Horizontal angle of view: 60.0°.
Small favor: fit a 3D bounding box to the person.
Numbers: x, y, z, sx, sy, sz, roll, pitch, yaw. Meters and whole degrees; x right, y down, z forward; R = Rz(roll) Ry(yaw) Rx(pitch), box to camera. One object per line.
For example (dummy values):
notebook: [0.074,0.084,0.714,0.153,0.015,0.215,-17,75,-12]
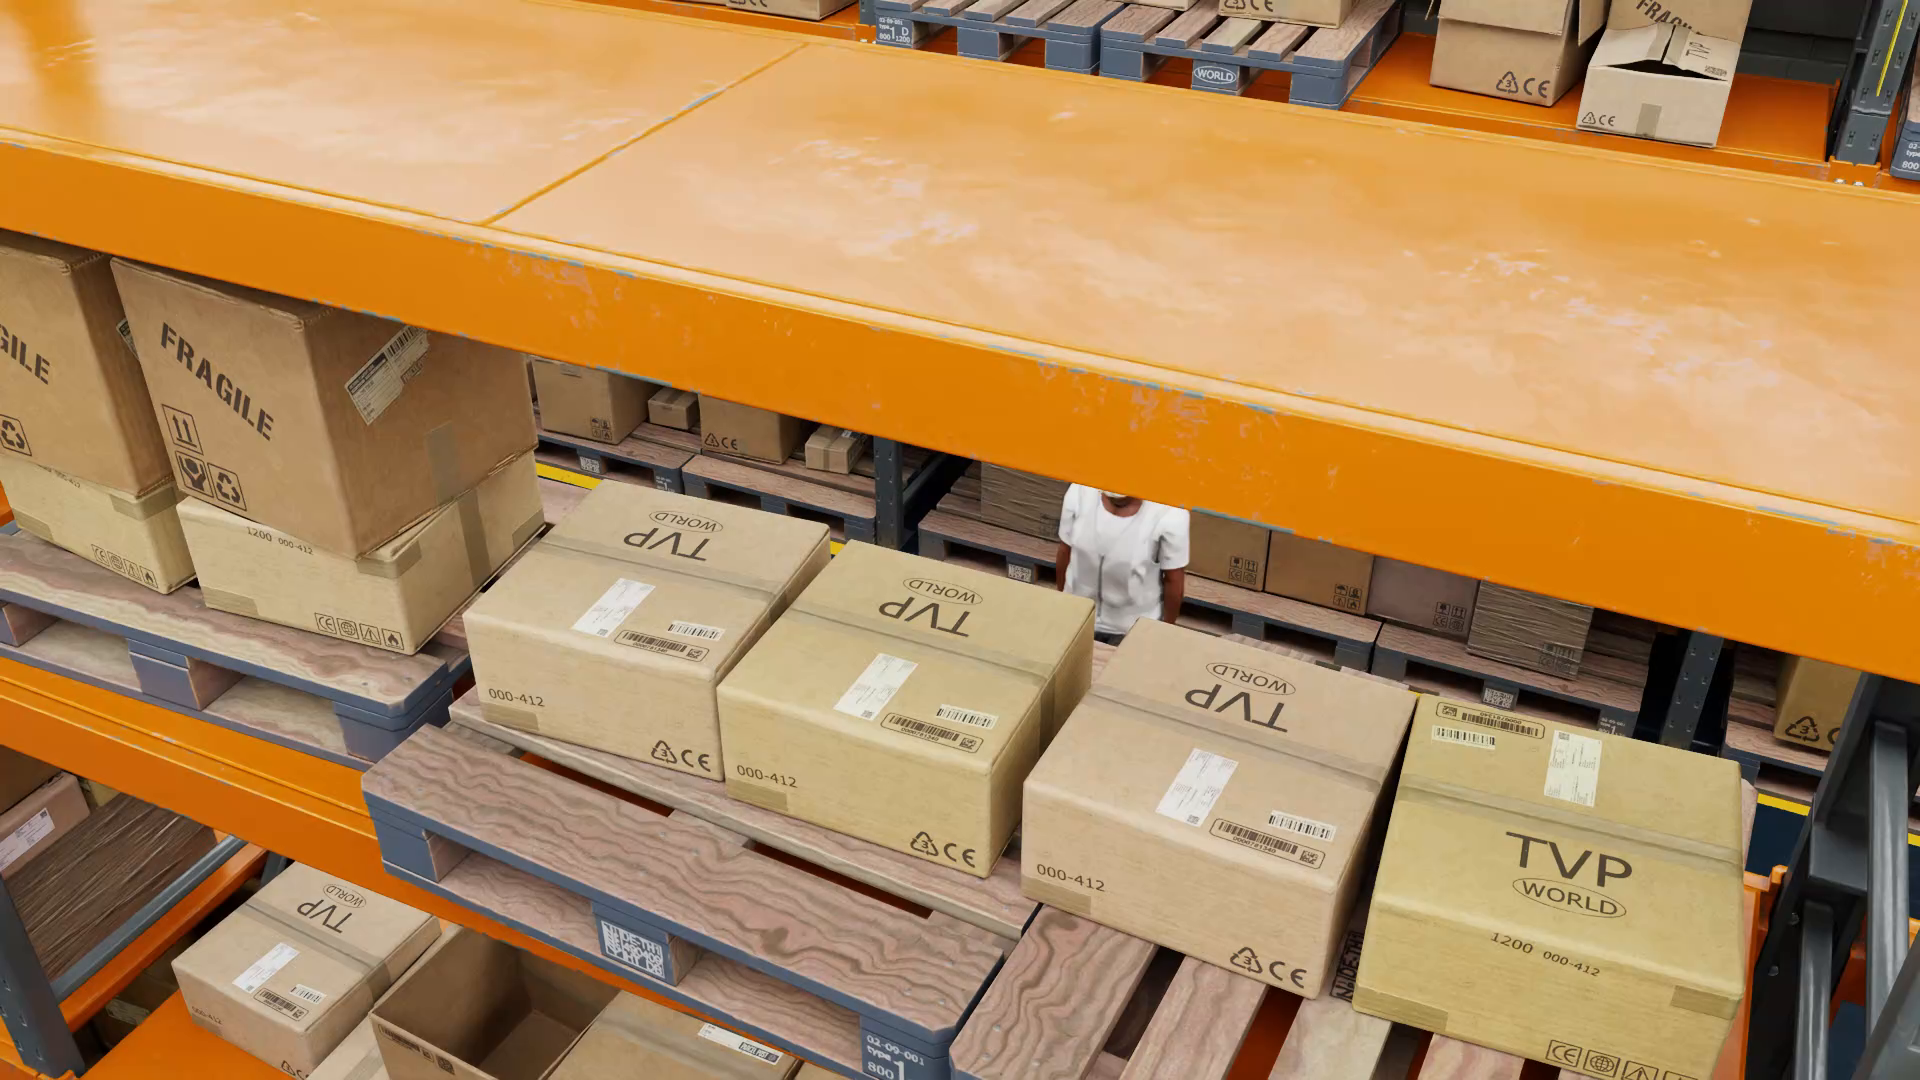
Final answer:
person: [0.654,0.313,6.998,0.569,1.757,0.373,15,36,21]
